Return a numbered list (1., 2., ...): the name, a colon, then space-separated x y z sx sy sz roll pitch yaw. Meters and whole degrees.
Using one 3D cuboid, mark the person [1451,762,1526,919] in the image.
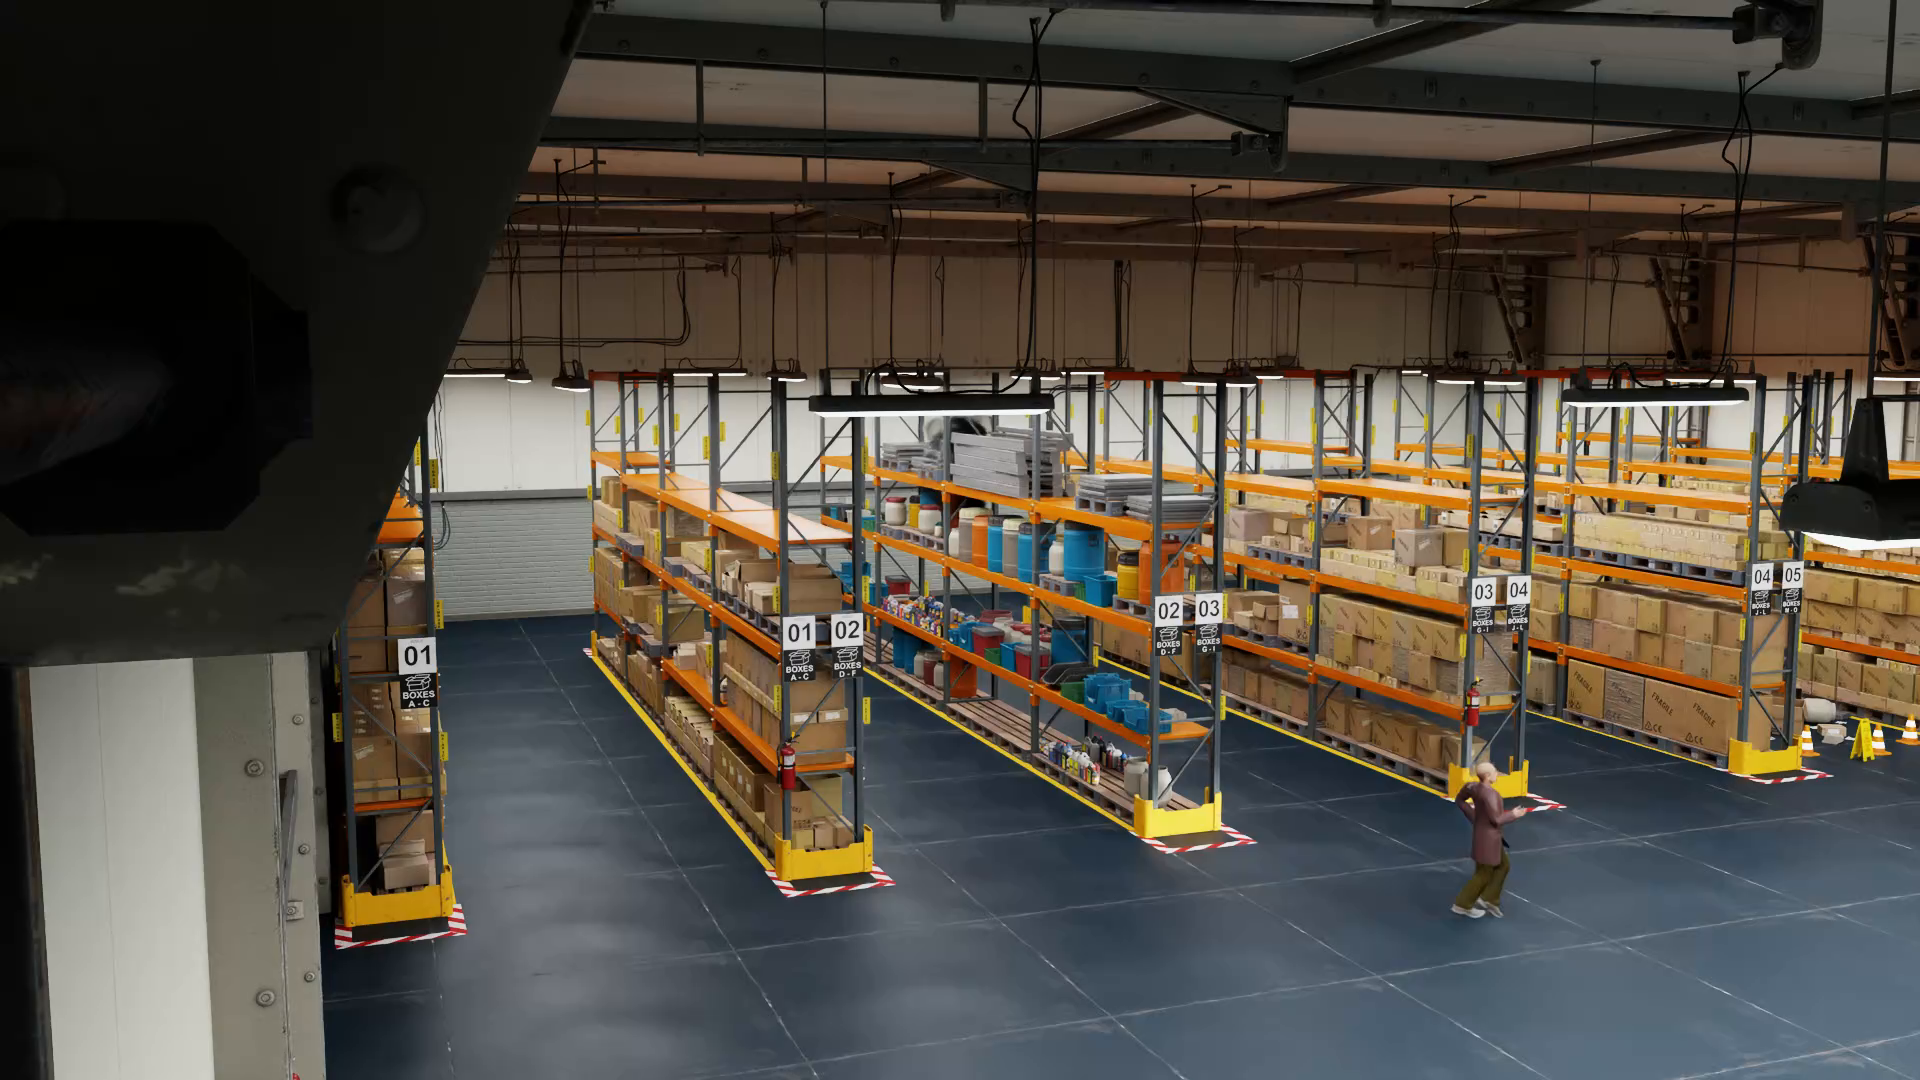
1. person: 5.904 3.382 18.590 0.776 1.826 0.681 1 6 4
